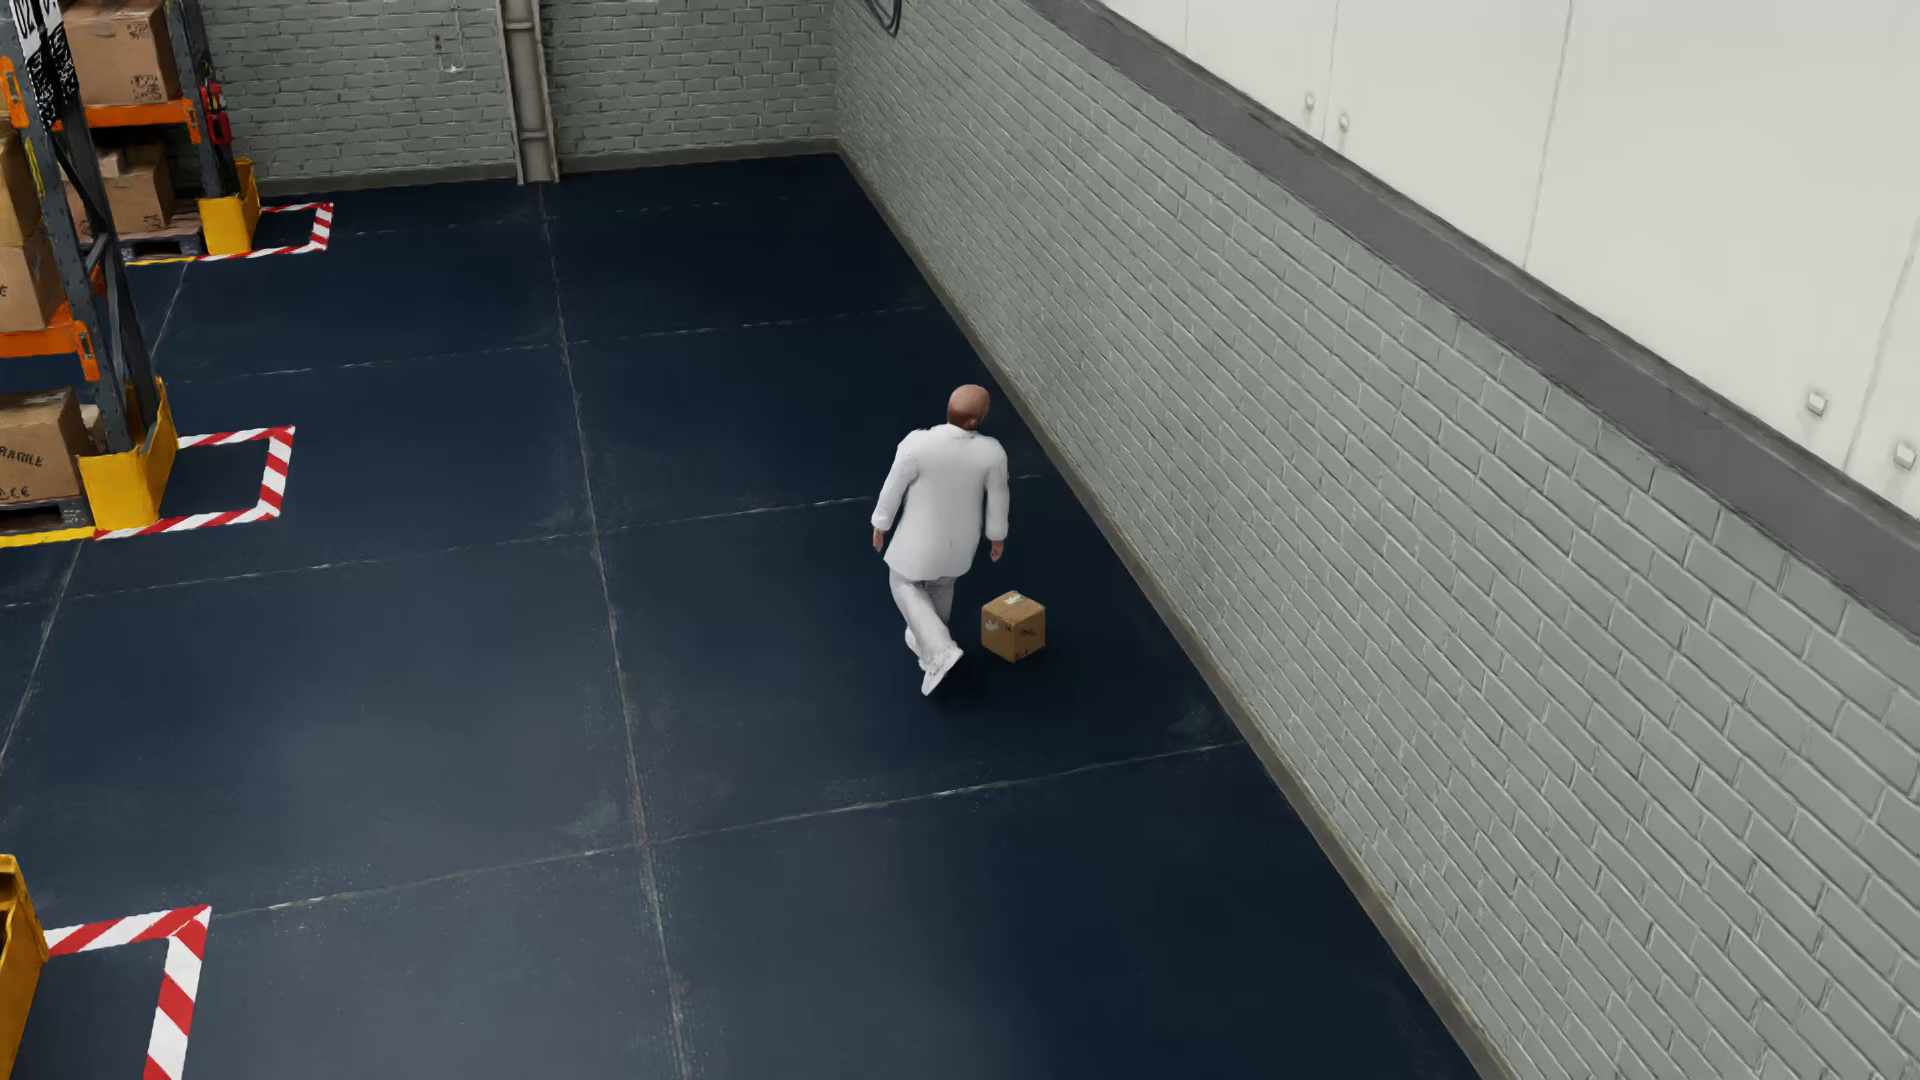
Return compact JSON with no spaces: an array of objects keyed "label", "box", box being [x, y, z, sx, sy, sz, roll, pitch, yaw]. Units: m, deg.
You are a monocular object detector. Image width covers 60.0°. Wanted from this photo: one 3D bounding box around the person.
[{"label":"person","box":[-0.106,-0.051,8.394,0.683,1.733,0.749,-9,31,-15]}]
